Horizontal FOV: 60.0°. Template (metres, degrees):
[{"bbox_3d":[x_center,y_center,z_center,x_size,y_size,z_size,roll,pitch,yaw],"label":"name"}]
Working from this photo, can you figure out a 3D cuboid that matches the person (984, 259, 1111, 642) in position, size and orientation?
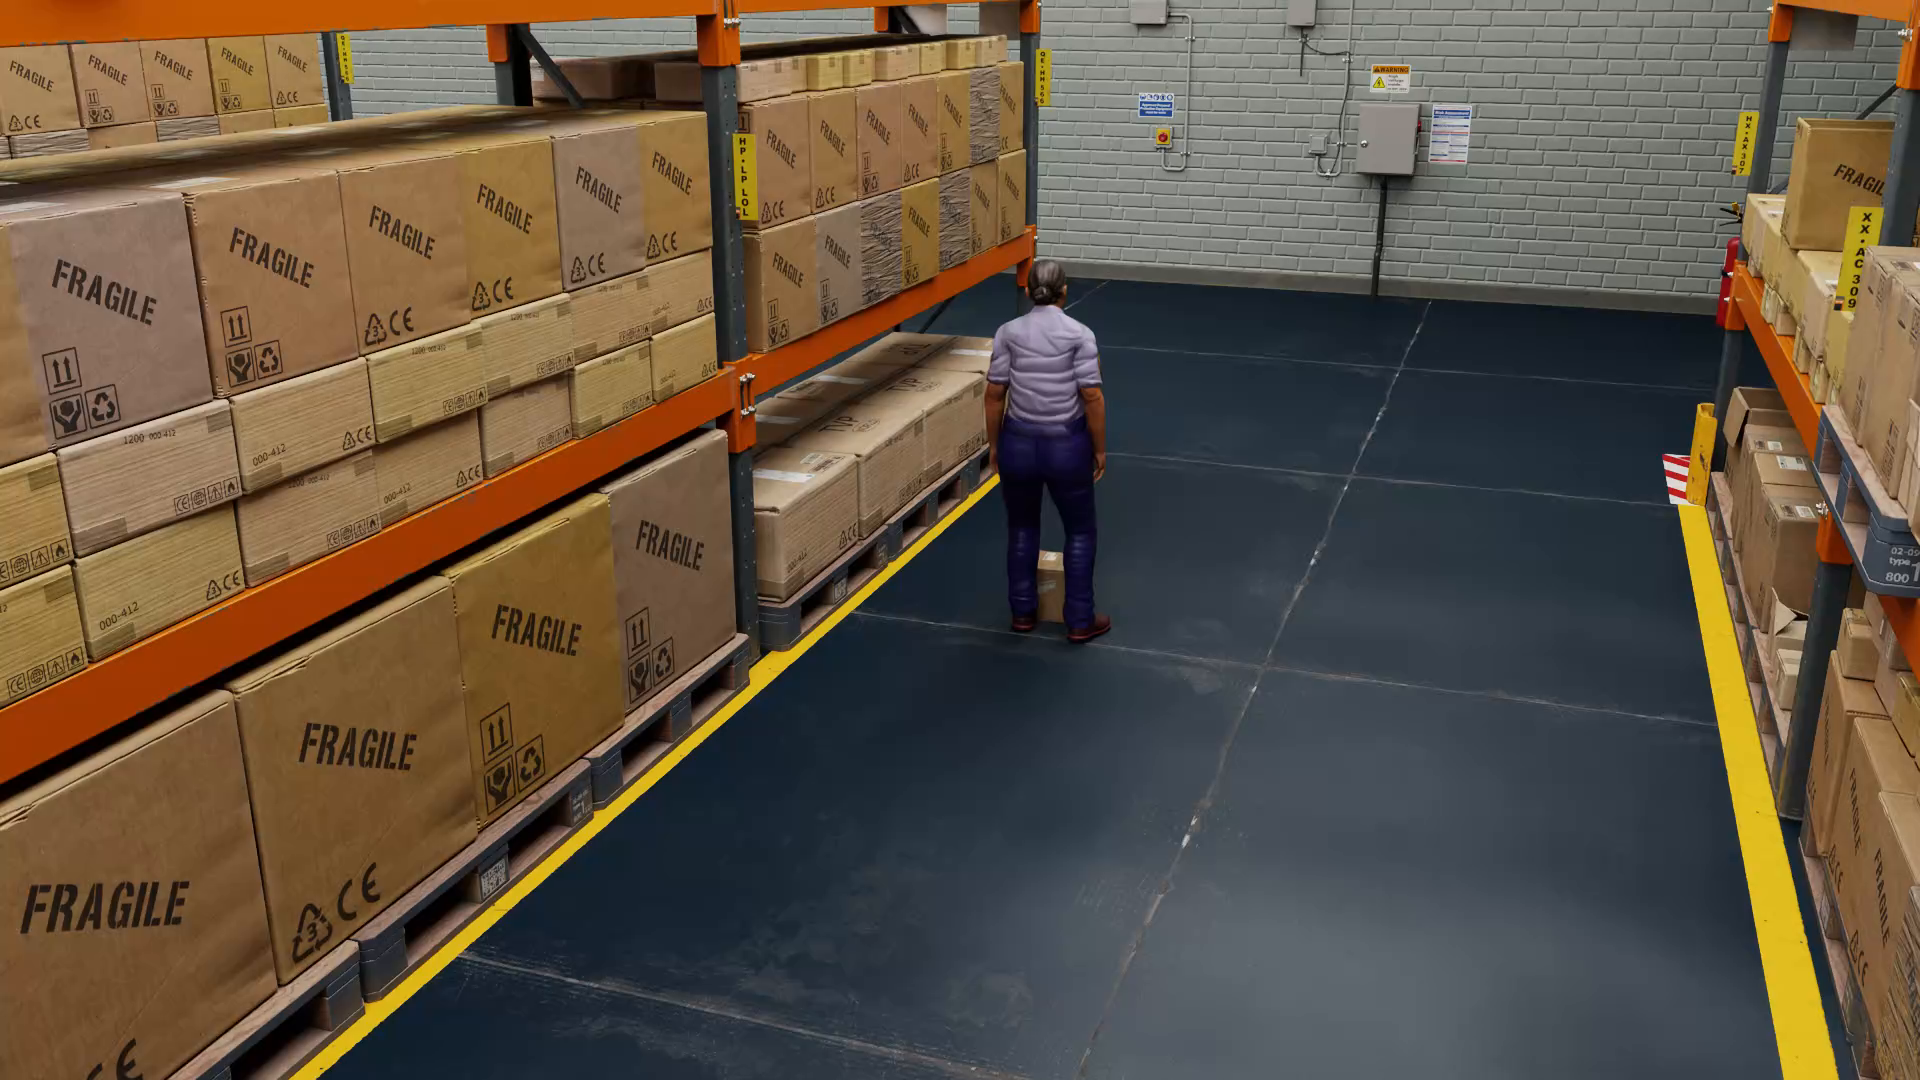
[{"bbox_3d":[0.390,-0.370,7.203,0.553,1.625,0.425,5,19,15],"label":"person"}]
